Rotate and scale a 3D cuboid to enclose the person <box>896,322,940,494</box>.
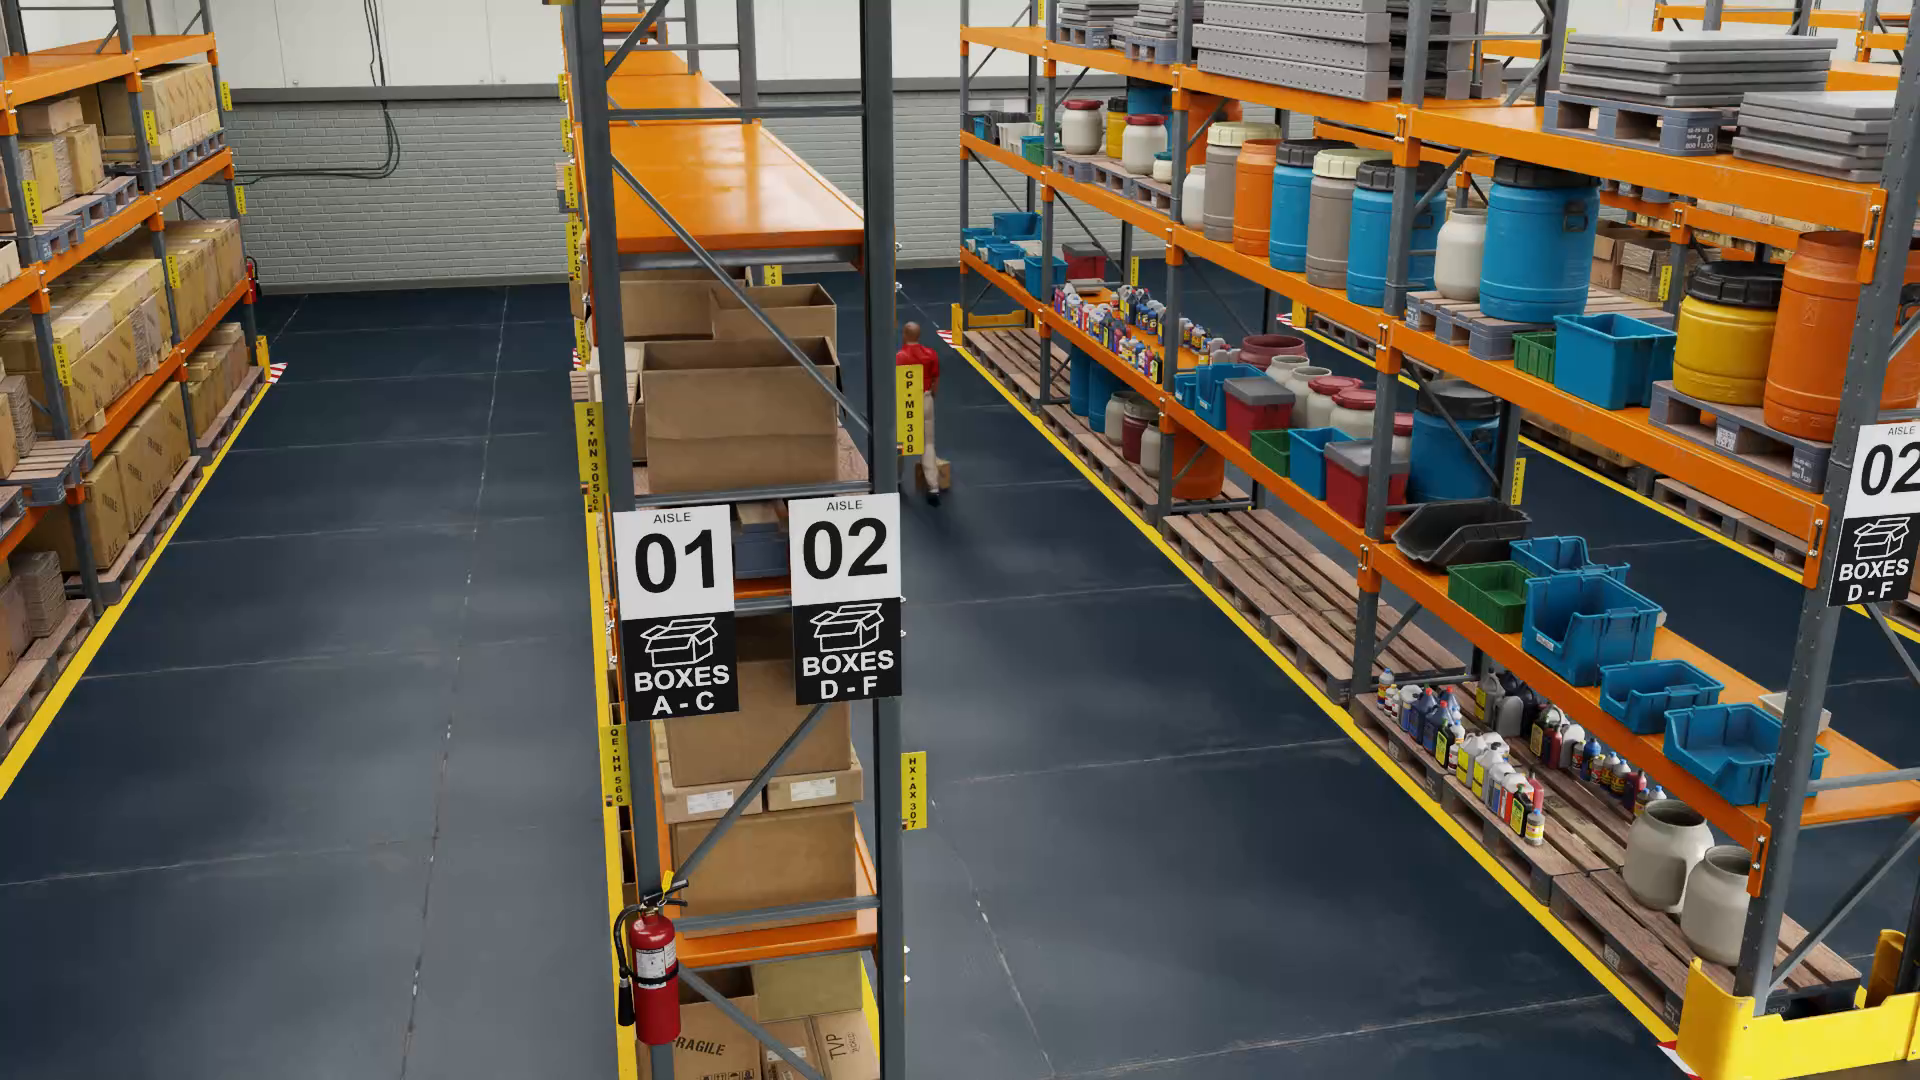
[{"bbox_3d":[-0.456,-1.295,16.069,0.531,1.675,1.043,-5,20,-13],"label":"person"}]
